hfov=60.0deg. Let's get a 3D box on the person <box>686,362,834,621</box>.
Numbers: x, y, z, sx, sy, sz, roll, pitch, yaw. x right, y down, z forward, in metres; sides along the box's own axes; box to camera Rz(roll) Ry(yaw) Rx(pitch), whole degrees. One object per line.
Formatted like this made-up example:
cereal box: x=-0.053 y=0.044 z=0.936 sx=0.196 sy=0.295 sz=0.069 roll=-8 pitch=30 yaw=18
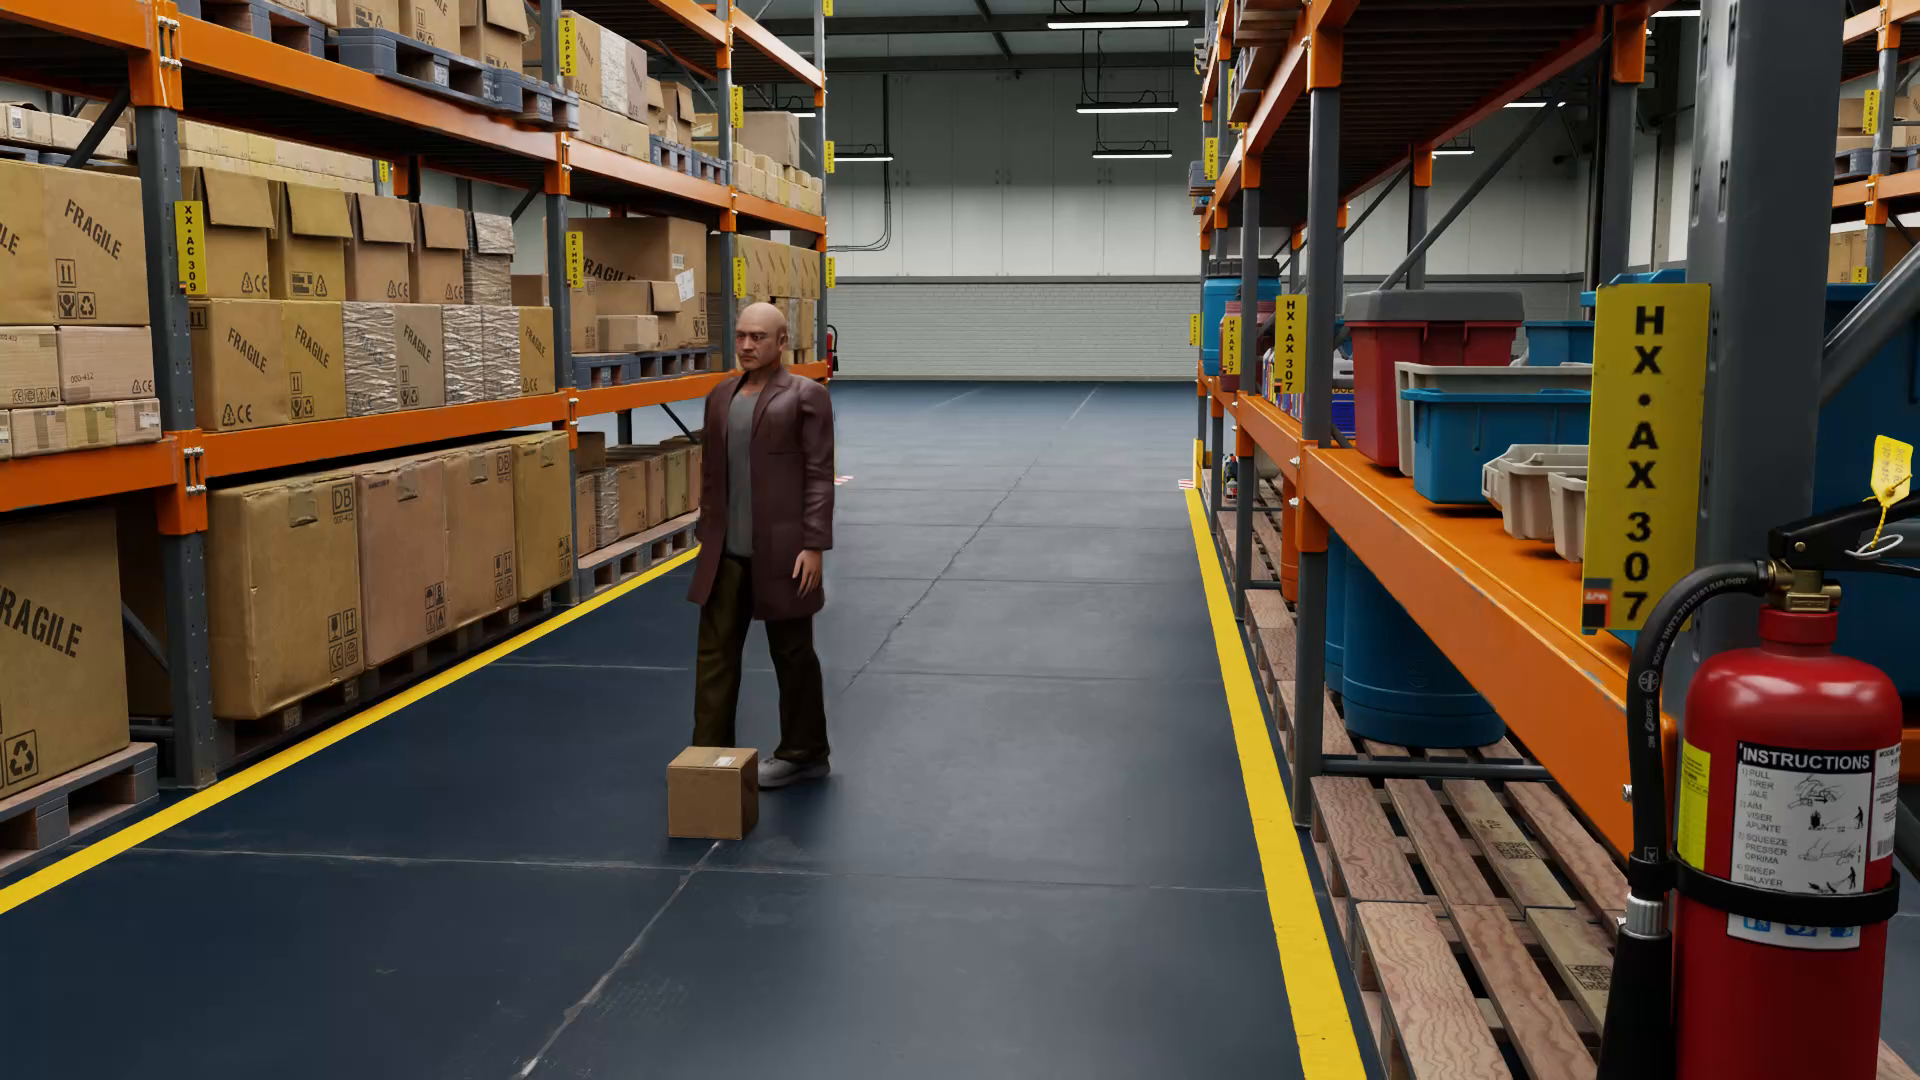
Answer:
person: x=-0.735 y=-0.186 z=6.010 sx=0.590 sy=0.930 sz=0.424 roll=4 pitch=8 yaw=25
